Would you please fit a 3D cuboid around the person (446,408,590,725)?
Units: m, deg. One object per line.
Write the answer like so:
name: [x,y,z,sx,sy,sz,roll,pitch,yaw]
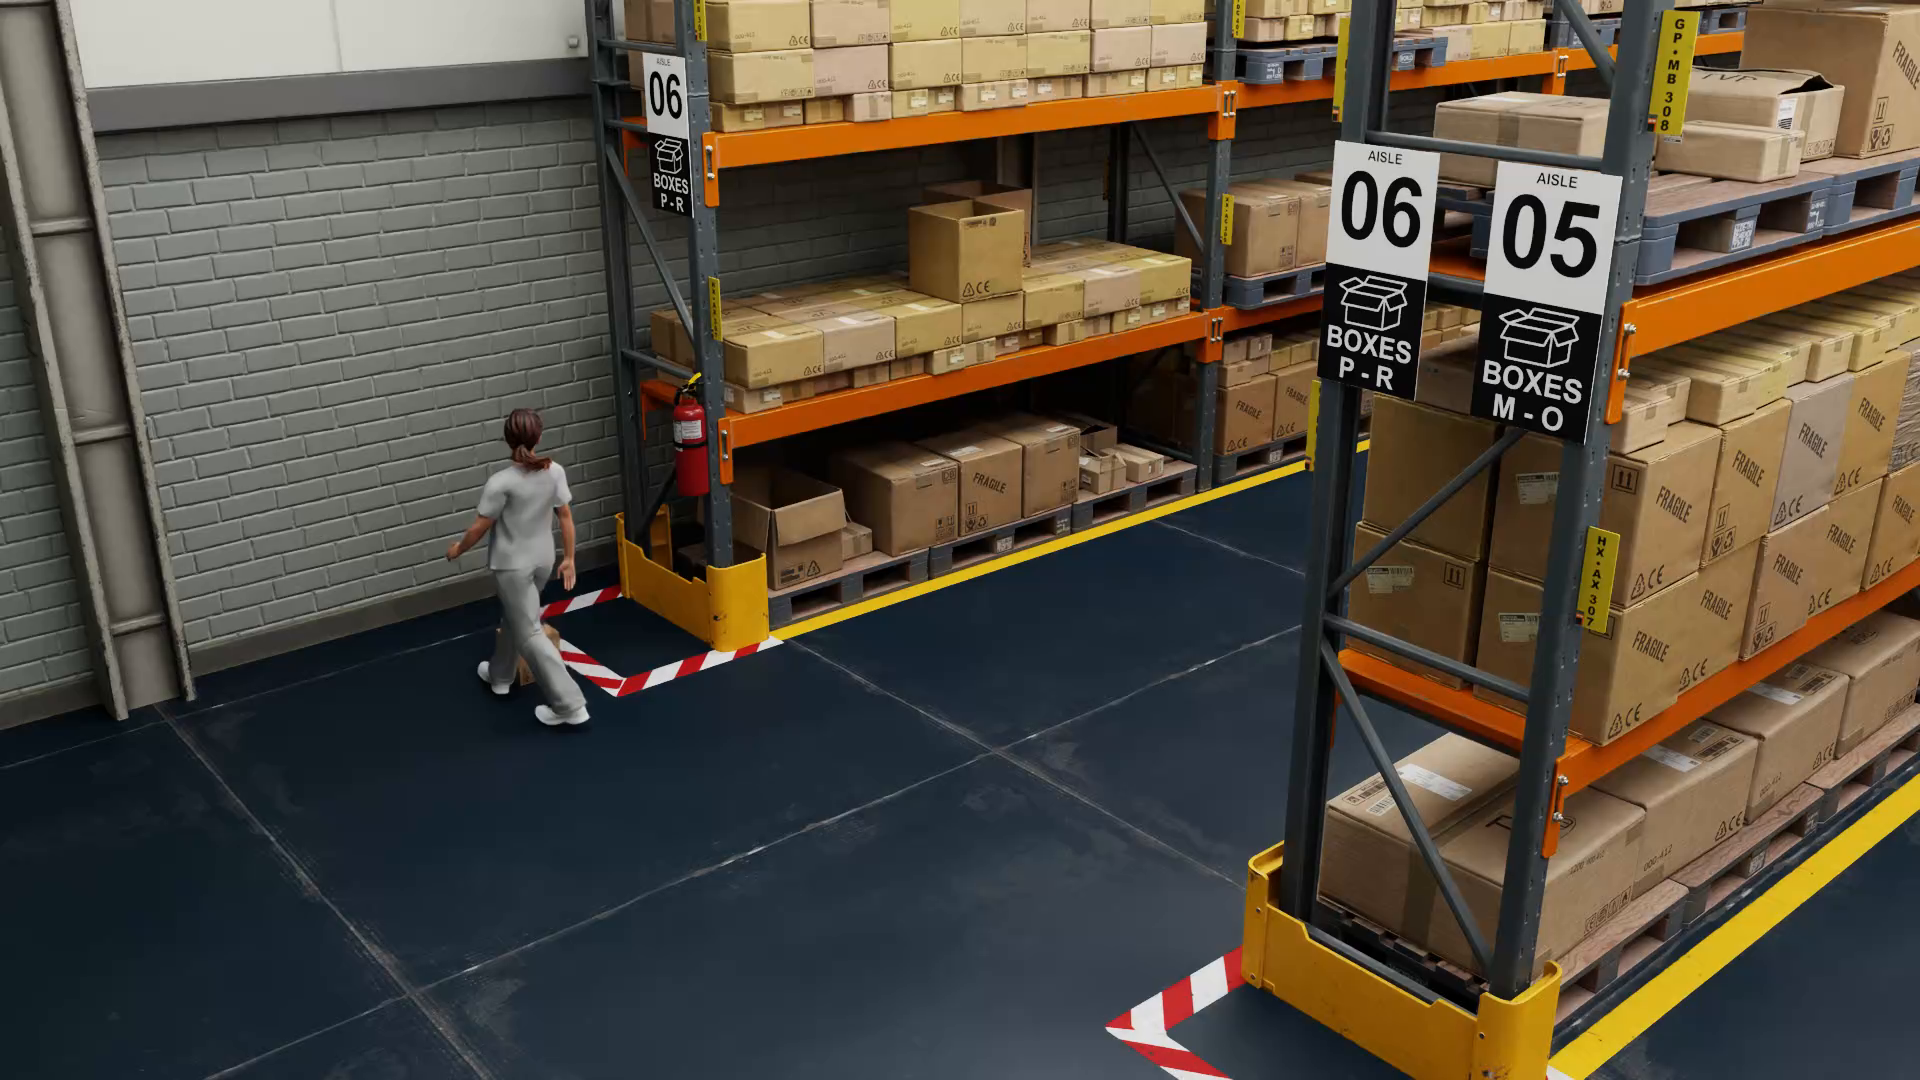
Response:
person: [-2.246,0.102,8.344,0.946,1.617,0.497,16,26,36]
